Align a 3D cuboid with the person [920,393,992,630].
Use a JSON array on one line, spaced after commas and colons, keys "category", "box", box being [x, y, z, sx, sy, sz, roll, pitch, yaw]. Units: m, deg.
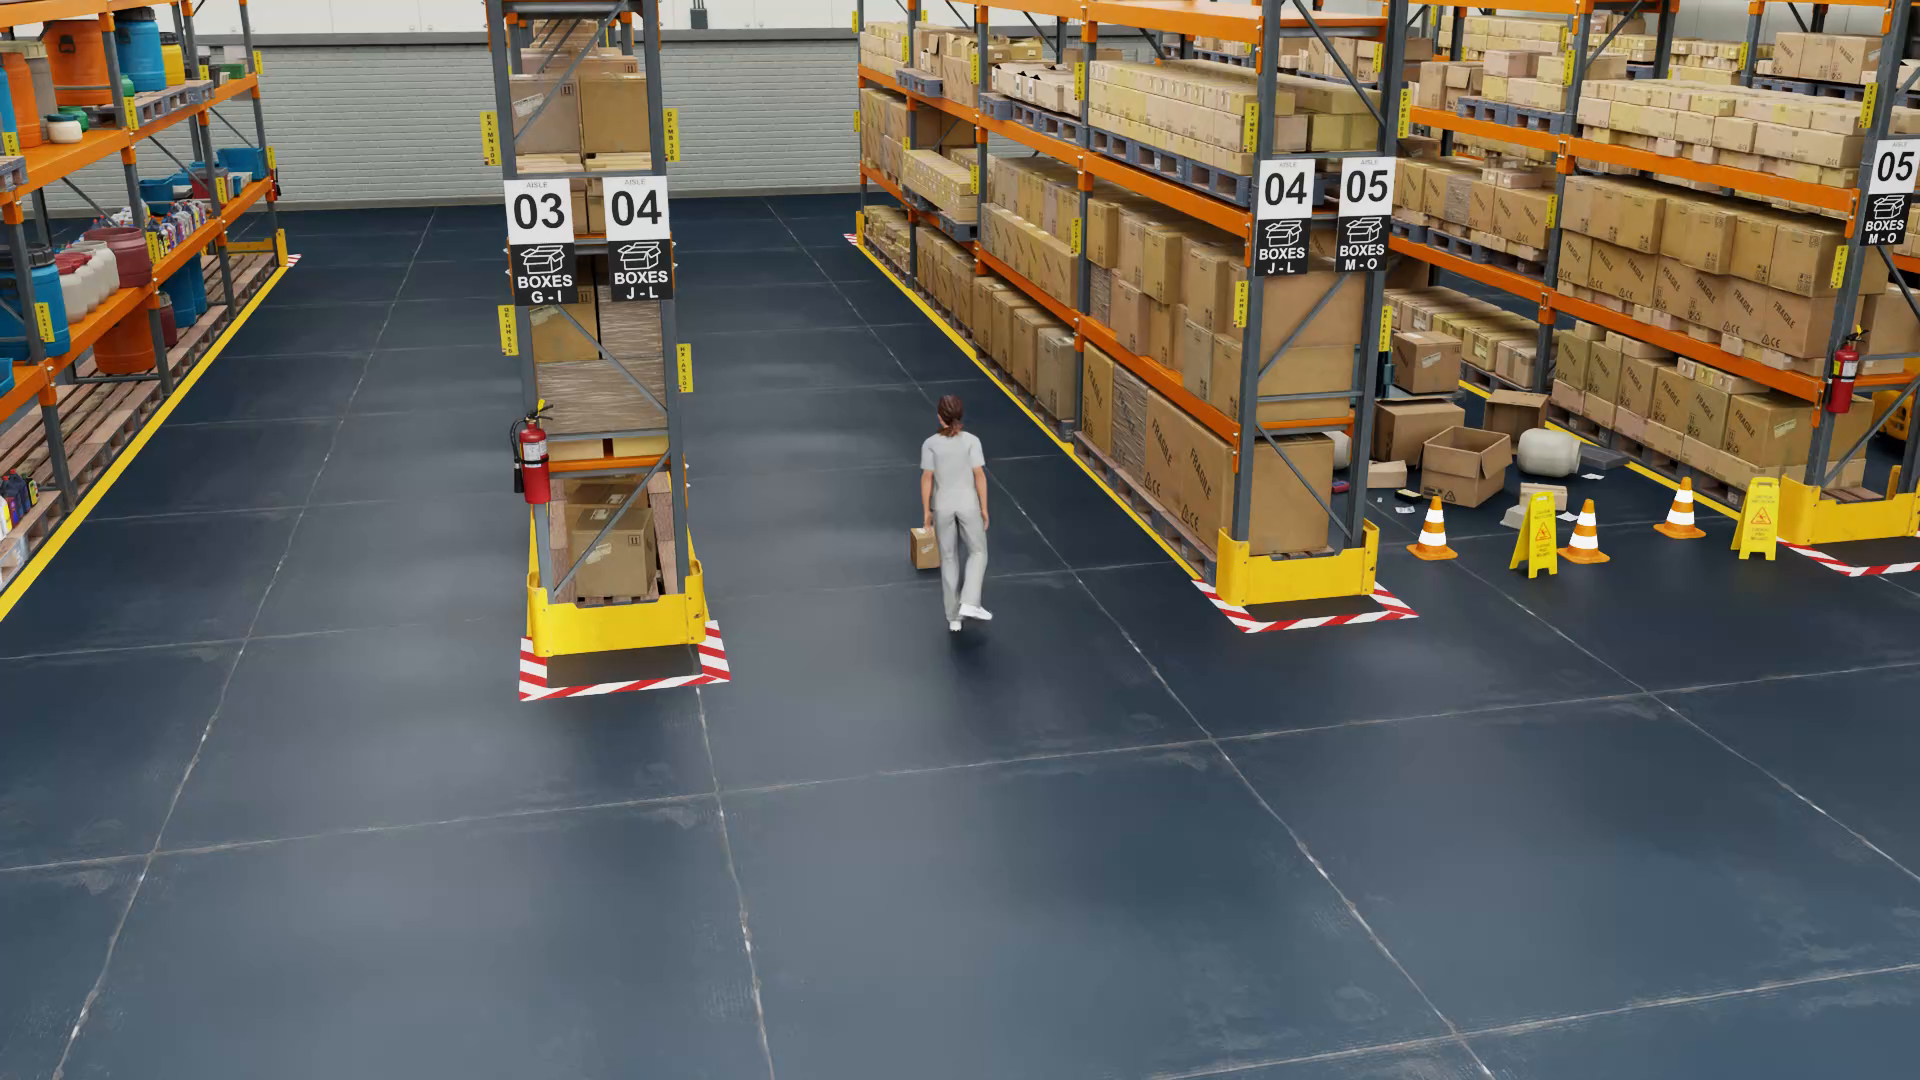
[{"category": "person", "box": [-0.025, -0.166, 11.536, 0.507, 1.665, 0.516, 1, 20, 2]}]
